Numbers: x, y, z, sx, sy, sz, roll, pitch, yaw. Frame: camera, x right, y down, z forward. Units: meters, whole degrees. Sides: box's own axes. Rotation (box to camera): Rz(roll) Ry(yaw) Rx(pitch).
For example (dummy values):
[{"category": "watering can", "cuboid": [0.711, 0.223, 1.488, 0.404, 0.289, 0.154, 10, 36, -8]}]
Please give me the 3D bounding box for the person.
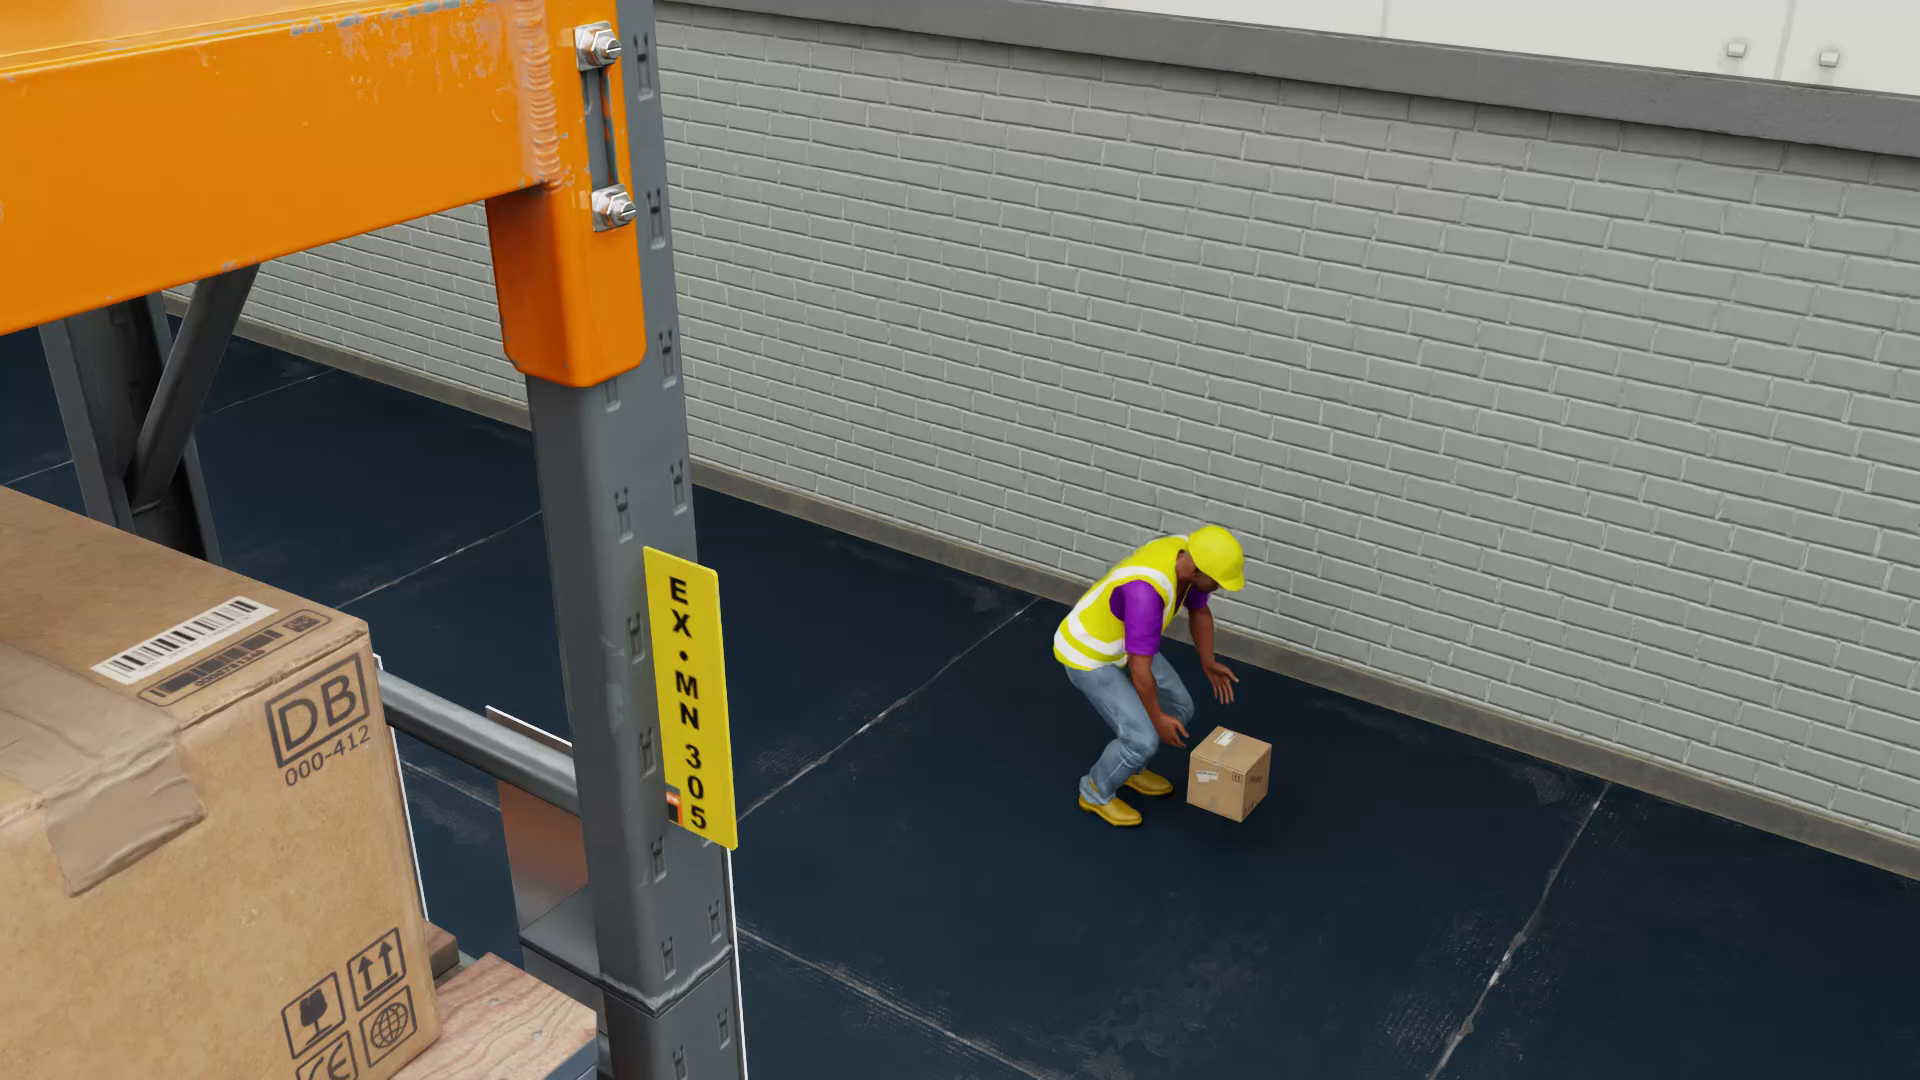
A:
[{"category": "person", "cuboid": [0.793, 0.512, 6.978, 0.762, 1.405, 0.632, 17, 32, 31]}]
